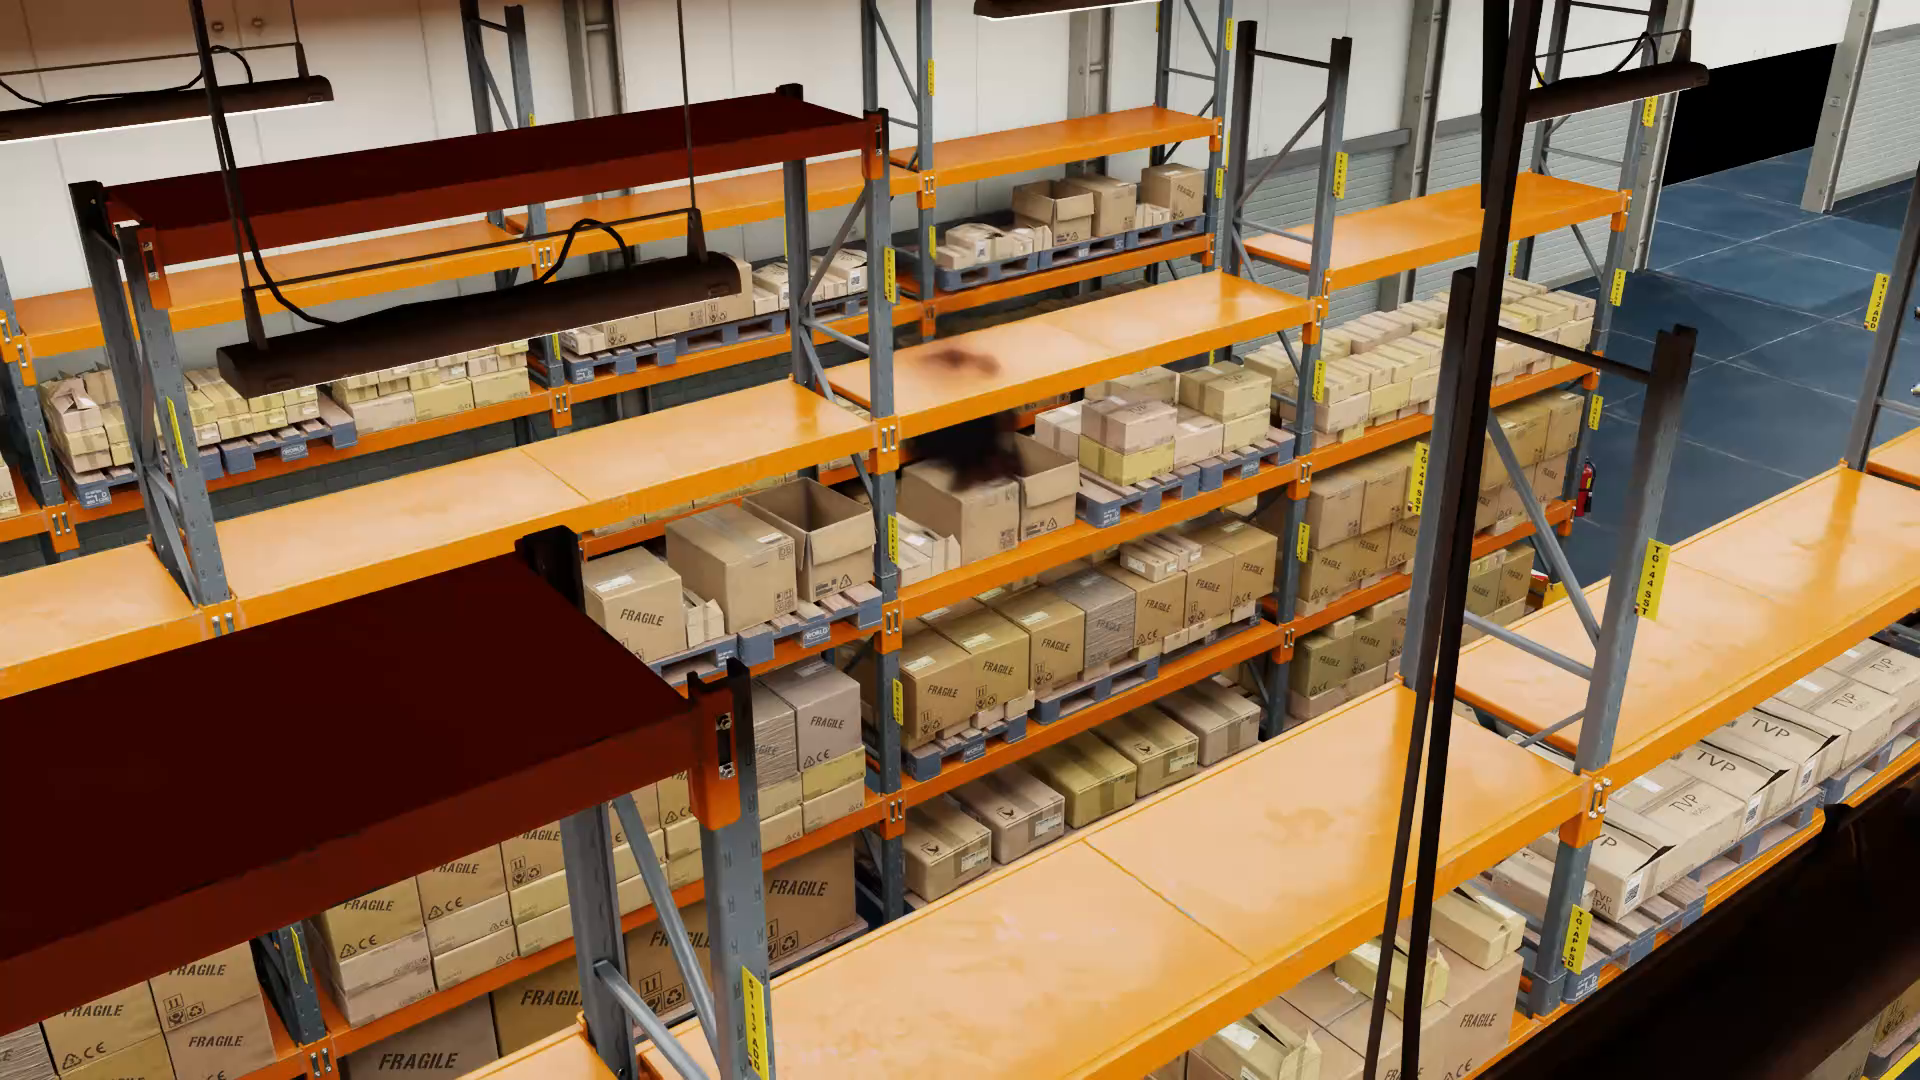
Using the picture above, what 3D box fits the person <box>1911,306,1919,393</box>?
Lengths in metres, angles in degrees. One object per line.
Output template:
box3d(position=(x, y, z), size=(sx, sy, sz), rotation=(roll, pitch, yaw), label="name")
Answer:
box3d(position=(12.605, -2.603, 21.401), size=(0.677, 1.821, 0.820), rotation=(0, 26, 0), label="person")
